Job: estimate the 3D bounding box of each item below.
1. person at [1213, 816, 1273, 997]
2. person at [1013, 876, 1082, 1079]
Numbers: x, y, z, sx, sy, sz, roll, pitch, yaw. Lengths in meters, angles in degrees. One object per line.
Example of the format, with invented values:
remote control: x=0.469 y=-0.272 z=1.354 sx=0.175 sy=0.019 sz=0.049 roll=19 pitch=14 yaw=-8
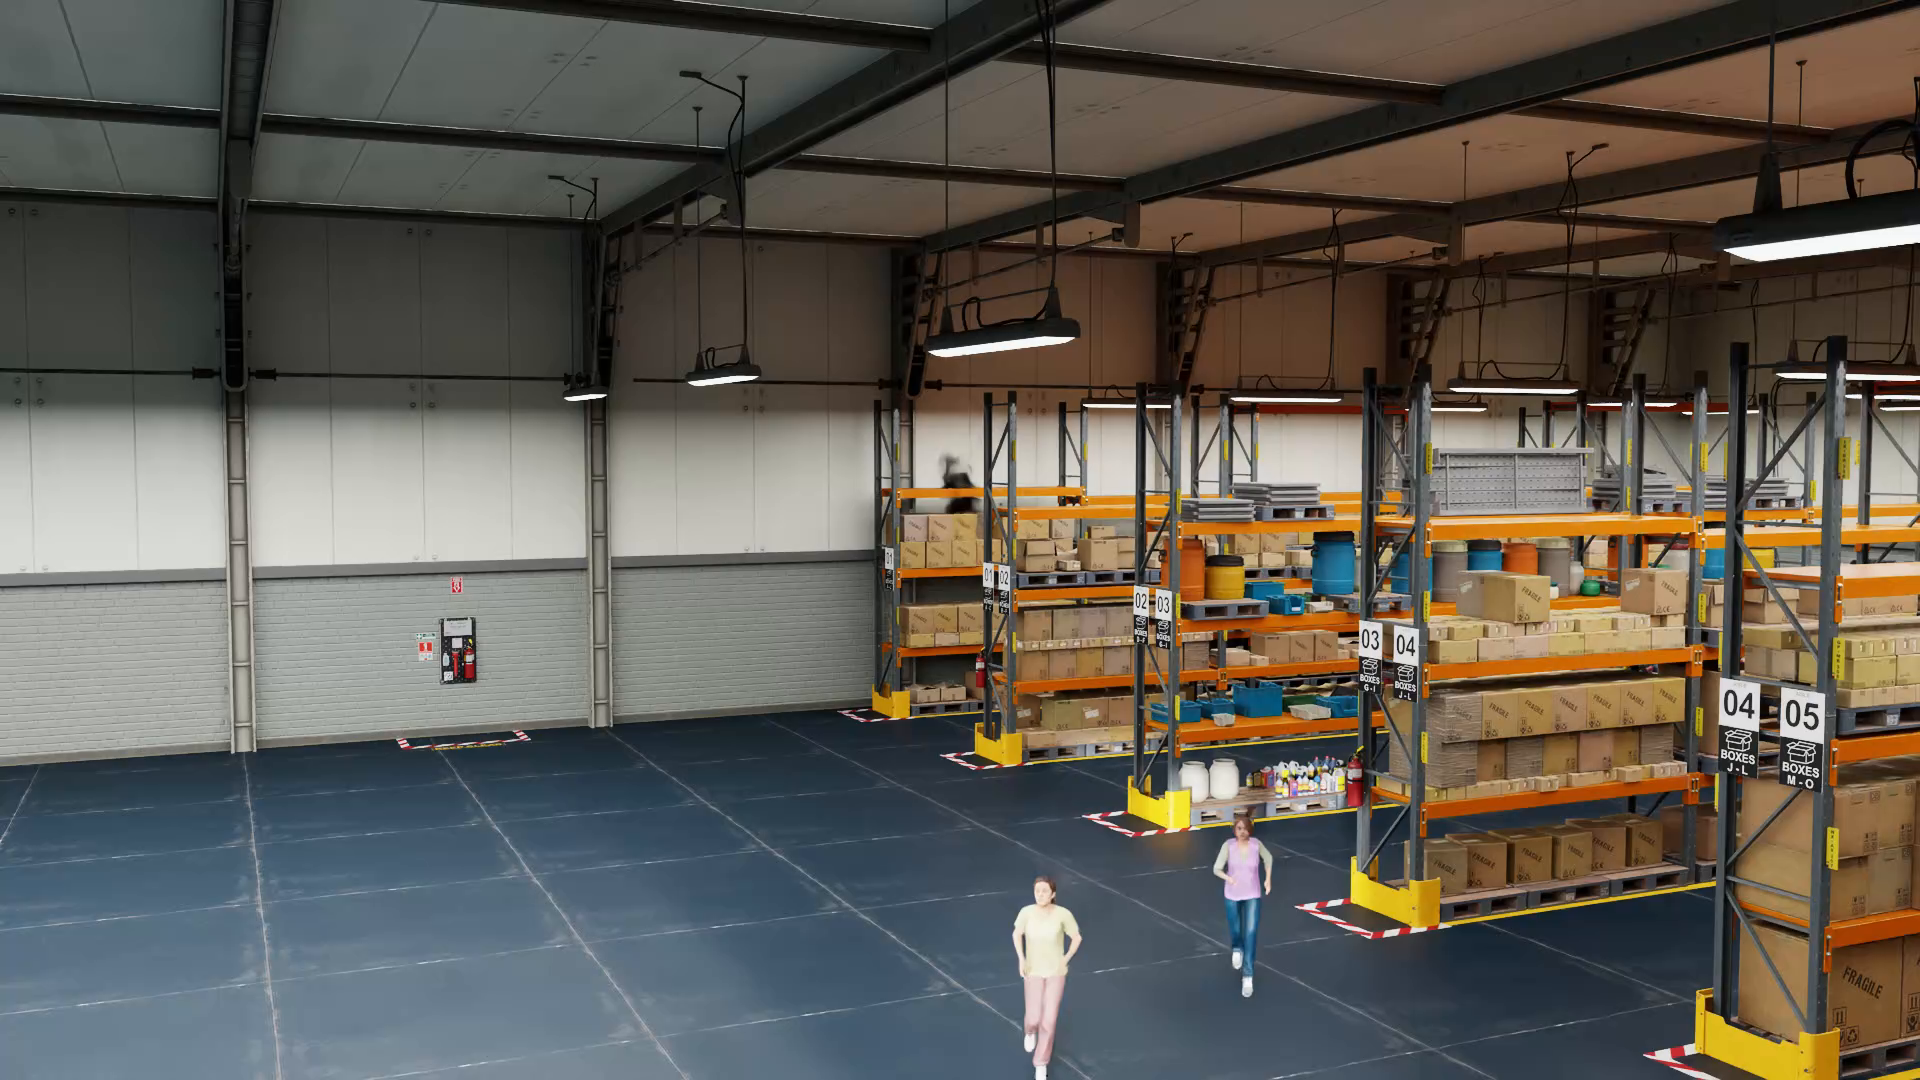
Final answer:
person: x=2.703 y=3.483 z=15.896 sx=0.559 sy=1.531 sz=0.809 roll=1 pitch=3 yaw=10
person: x=0.713 y=3.559 z=13.663 sx=0.574 sy=1.639 sz=0.585 roll=0 pitch=3 yaw=8
